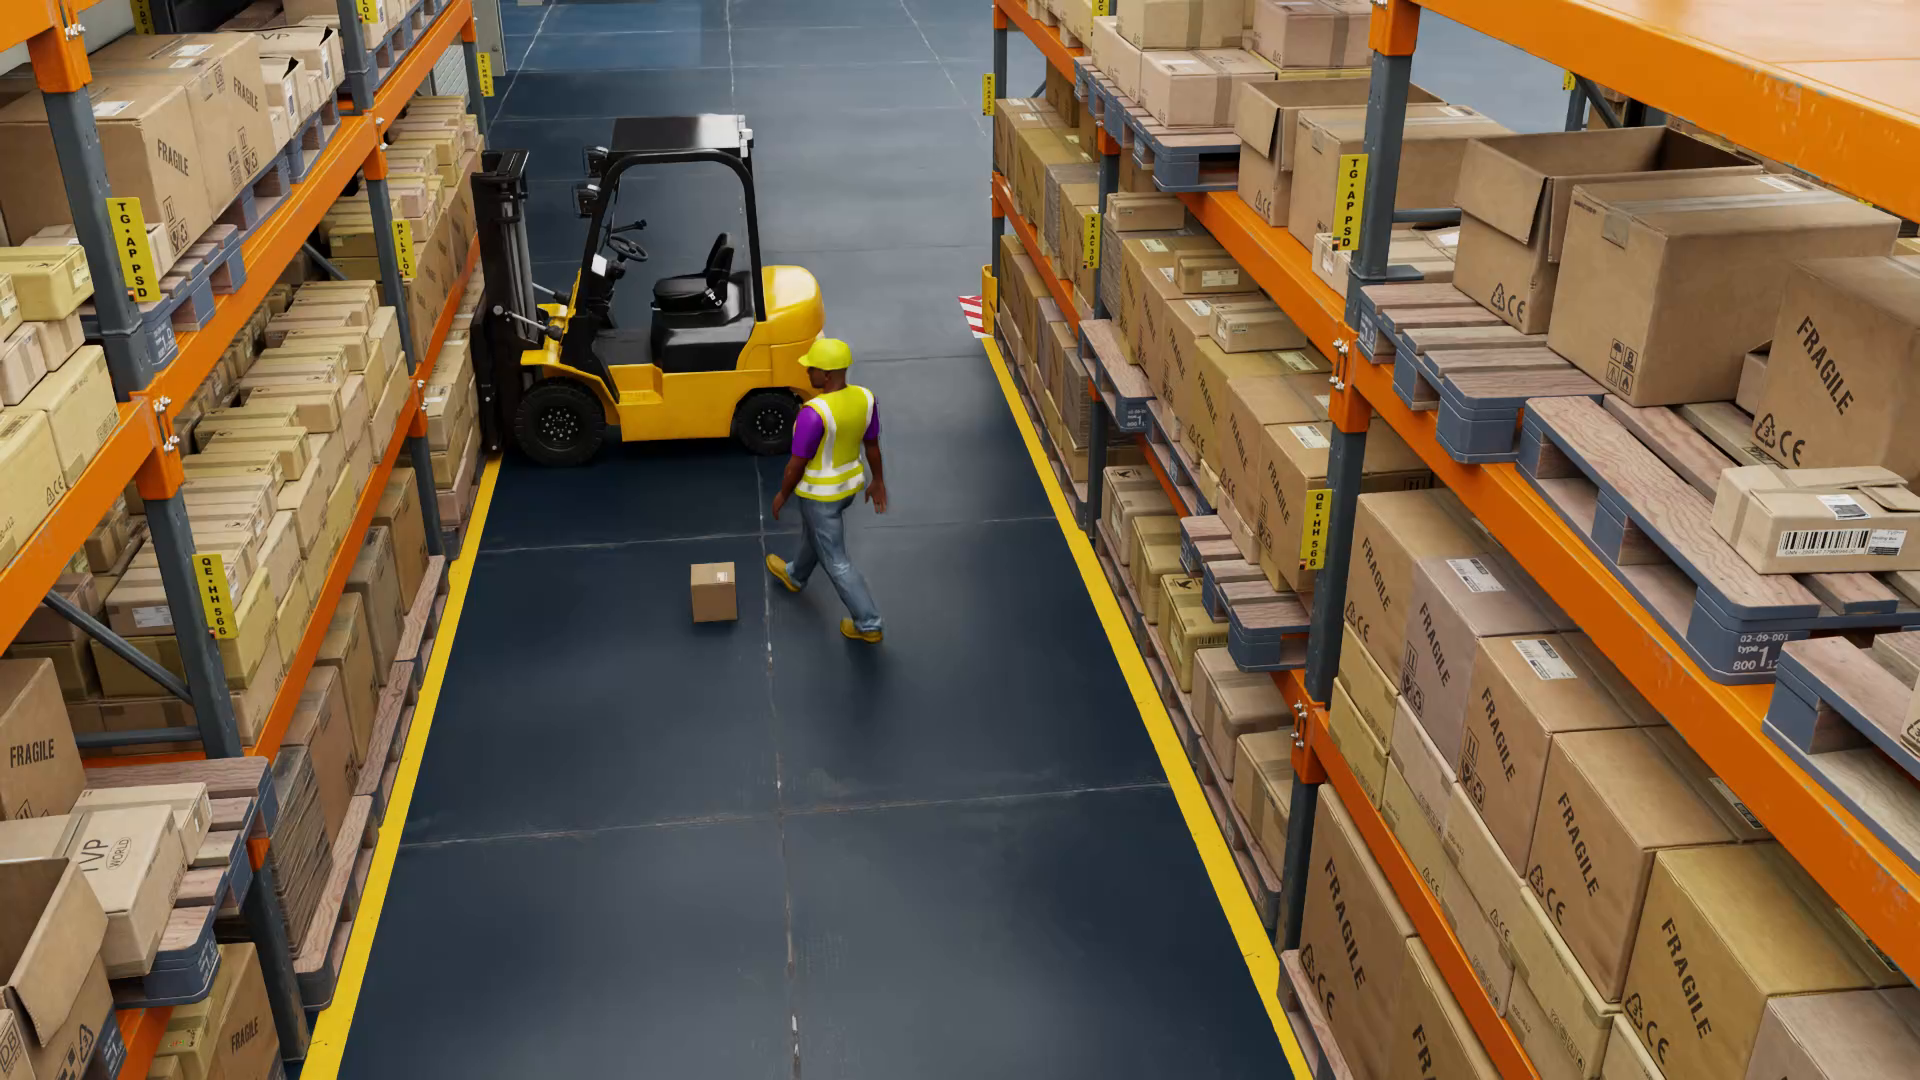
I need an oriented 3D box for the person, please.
[{"bbox_3d":[-0.805,-0.327,9.269,1.074,1.703,0.597,17,32,30],"label":"person"}]
